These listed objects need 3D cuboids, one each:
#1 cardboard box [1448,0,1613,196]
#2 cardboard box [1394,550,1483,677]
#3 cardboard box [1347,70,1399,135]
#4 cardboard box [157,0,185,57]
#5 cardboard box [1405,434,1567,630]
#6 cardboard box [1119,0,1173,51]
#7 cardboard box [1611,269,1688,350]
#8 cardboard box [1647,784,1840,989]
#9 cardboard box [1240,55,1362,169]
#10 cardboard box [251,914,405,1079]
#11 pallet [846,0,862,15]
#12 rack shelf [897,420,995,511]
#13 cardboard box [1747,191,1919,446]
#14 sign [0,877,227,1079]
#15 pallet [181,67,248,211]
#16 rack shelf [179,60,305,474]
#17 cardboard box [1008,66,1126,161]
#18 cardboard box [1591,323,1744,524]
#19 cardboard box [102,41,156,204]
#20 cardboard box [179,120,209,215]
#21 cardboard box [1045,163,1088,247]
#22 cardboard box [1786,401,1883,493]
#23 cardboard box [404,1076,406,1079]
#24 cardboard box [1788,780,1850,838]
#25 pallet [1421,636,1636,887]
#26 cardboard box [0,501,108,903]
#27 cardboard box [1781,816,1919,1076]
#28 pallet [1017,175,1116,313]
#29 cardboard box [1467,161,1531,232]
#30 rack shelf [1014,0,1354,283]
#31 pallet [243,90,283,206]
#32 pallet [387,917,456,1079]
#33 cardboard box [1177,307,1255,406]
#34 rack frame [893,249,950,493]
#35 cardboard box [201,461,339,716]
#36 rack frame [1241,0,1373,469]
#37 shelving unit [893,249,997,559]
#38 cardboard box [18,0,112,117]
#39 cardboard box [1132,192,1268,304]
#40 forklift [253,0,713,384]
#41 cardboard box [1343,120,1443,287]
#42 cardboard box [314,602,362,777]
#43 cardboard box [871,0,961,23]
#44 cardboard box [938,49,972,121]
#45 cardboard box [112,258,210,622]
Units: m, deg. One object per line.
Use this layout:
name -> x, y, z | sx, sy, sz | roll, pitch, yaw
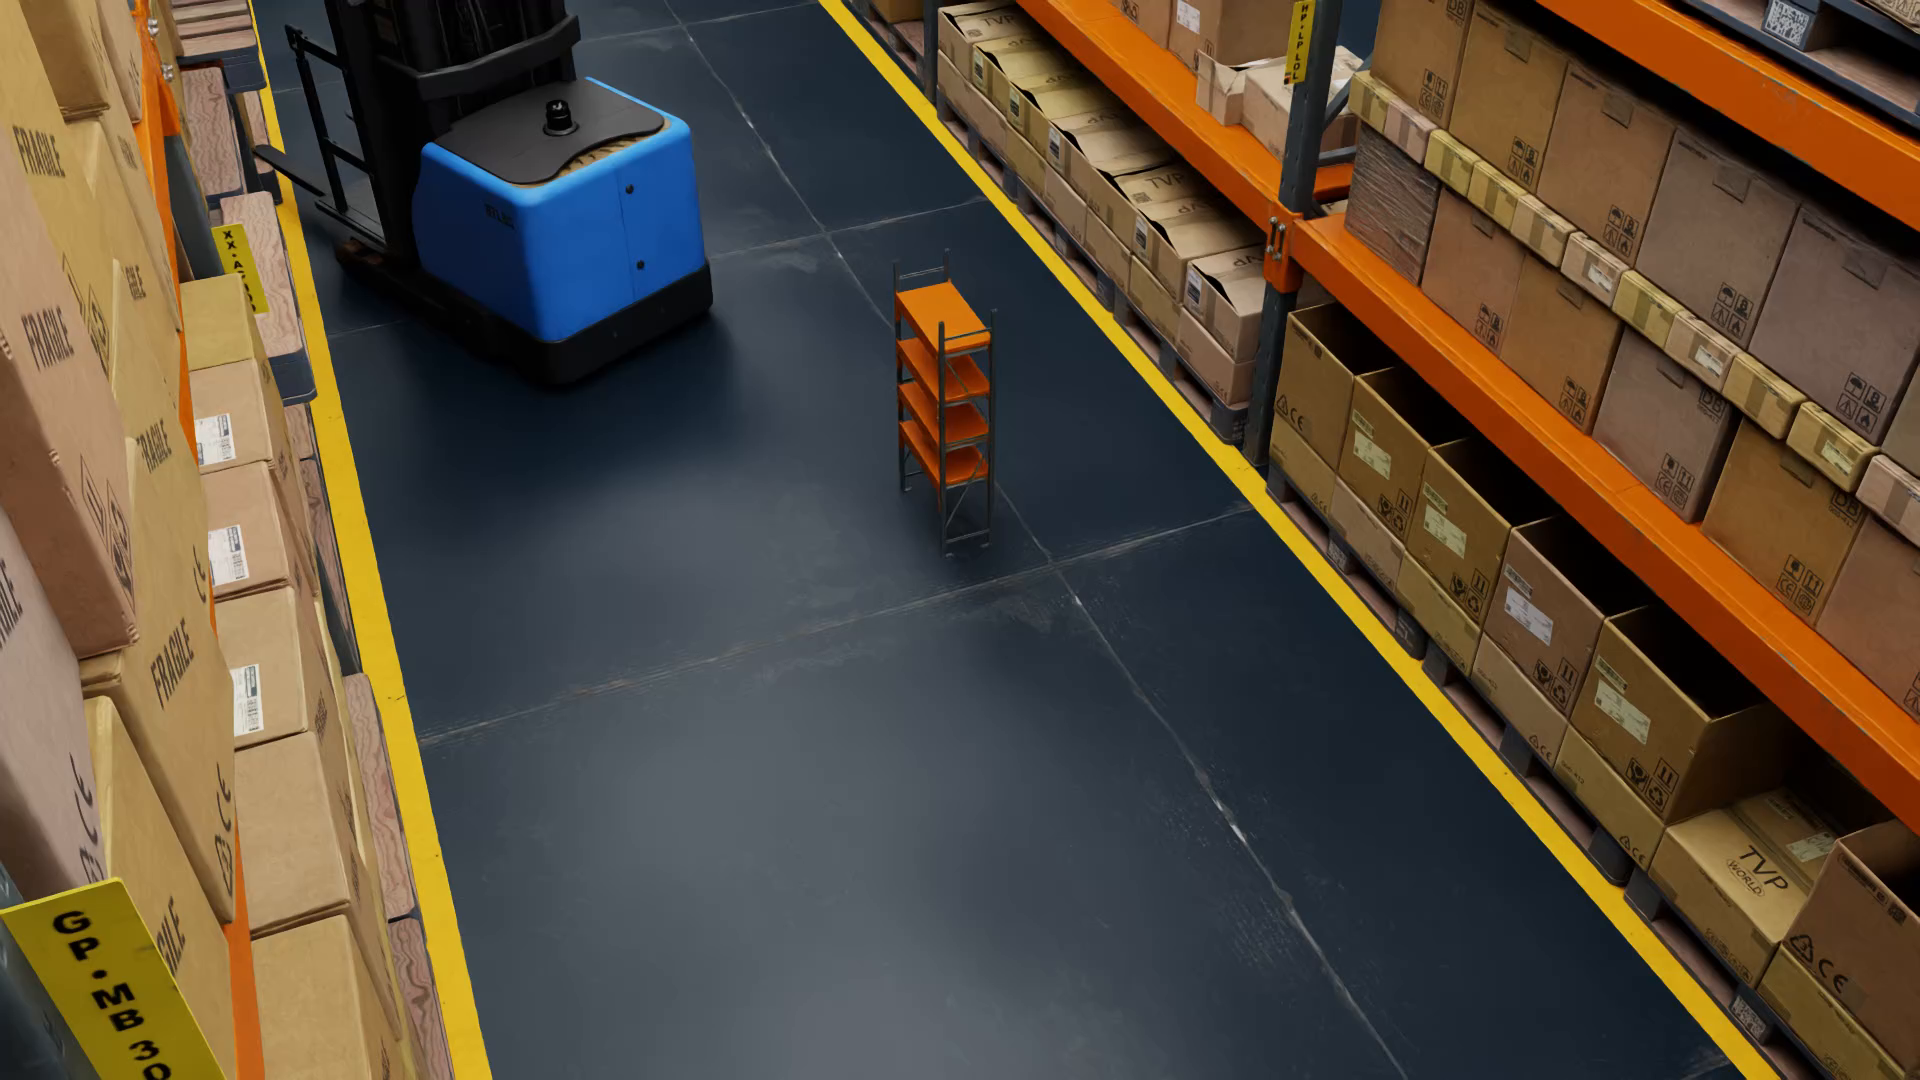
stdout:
cardboard box -> 2.161, -1.584, 5.719 | 0.700, 0.500, 0.500 | -15, 43, -17
cardboard box -> 2.061, 0.220, 6.481 | 0.500, 0.250, 0.500 | -15, 43, -17
cardboard box -> 1.715, -1.697, 6.349 | 0.380, 0.149, 0.250 | -15, 43, -17
cardboard box -> -3.887, -2.389, 7.314 | 0.700, 0.500, 0.500 | -19, 44, -21
cardboard box -> 2.062, -0.065, 6.236 | 0.500, 0.500, 0.500 | -15, 43, -17
cardboard box -> 1.119, -2.747, 8.067 | 0.500, 0.500, 0.500 | -15, 43, -17
cardboard box -> 2.311, -0.765, 5.265 | 0.380, 0.149, 0.250 | -15, 43, -17
cardboard box -> 2.641, 1.122, 5.432 | 0.500, 0.250, 0.500 | -15, 43, -17
cardboard box -> 1.562, -1.852, 7.219 | 0.500, 0.250, 0.500 | -13, 42, -14
cardboard box -> -1.339, 1.126, 3.164 | 0.500, 0.500, 0.500 | -15, 43, -17
pallet -> -0.453, -4.169, 11.936 | 1.003, 0.211, 1.213 | -15, 43, -17
rack shelf -> -0.063, -0.353, 7.148 | 0.258, 0.148, 0.480 | -15, 43, -17
cardboard box -> 2.735, -0.679, 4.667 | 0.700, 0.500, 0.500 | -15, 43, -17
sign -> -0.753, 0.420, 1.490 | 0.100, 0.325, 0.005 | -15, 43, -17
pallet -> -3.520, -1.540, 6.887 | 1.003, 0.211, 1.213 | -15, 43, -17
rack shelf -> -3.550, -1.317, 7.033 | 1.077, 0.370, 4.000 | -15, 43, -17
cardboard box -> 0.591, -2.352, 9.041 | 0.500, 0.311, 0.500 | -16, 43, -18
cardboard box -> 2.560, -0.468, 5.417 | 0.700, 0.500, 0.500 | -14, 43, -16
cardboard box -> -2.181, -1.018, 3.741 | 0.500, 0.500, 0.500 | -19, 44, -20
cardboard box -> -3.155, -1.244, 5.982 | 0.700, 0.500, 0.500 | -11, 42, -12
cardboard box -> 0.783, -1.838, 8.873 | 0.500, 0.250, 0.500 | -14, 43, -16
cardboard box -> 2.605, -0.302, 4.726 | 0.380, 0.149, 0.250 | -14, 43, -16
cardboard box -> -1.359, 1.391, 3.432 | 0.500, 0.250, 0.500 | -16, 43, -18
cardboard box -> 3.127, 0.991, 5.584 | 0.500, 0.250, 0.500 | -15, 43, -17
pallet -> 2.527, 0.659, 6.321 | 1.003, 0.211, 1.213 | -15, 43, -17
cardboard box -> -1.177, 0.170, 1.593 | 0.500, 0.500, 0.500 | -18, 44, -20
cardboard box -> 2.841, 1.136, 4.840 | 0.500, 0.500, 0.500 | -15, 43, -17
pallet -> 1.002, -1.736, 9.107 | 1.003, 0.211, 1.213 | -15, 43, -17
cardboard box -> 2.013, -1.233, 5.810 | 0.380, 0.149, 0.250 | -15, 43, -17
rack shelf -> 1.026, -2.556, 8.473 | 1.077, 0.370, 4.000 | -15, 43, -17
pallet -> -4.547, -2.231, 9.683 | 1.003, 0.211, 1.213 | -15, 43, -17
pallet -> -2.024, 1.804, 4.991 | 1.003, 0.211, 1.213 | -15, 43, -17
cardboard box -> 1.364, -0.918, 7.803 | 0.500, 0.250, 0.500 | -16, 43, -17
rack frame -> -0.157, -0.702, 7.146 | 0.240, 1.200, 0.015 | -15, 43, -17
cardboard box -> -1.939, 0.192, 4.250 | 0.500, 0.500, 0.500 | -16, 43, -18
rack frame -> 1.791, -1.624, 6.837 | 1.000, 3.000, 0.127 | -15, 43, -17
shelving unit -> -0.063, -0.555, 6.975 | 0.258, 1.200, 0.503 | -15, 43, -17
cardboard box -> -1.913, -1.074, 3.039 | 0.500, 0.500, 0.500 | -17, 43, -18
cardboard box -> 1.166, -1.437, 7.977 | 0.500, 0.311, 0.500 | -14, 43, -16
forklift -> -2.704, -2.691, 8.131 | 3.031, 2.935, 1.130 | 30, 49, 30
cardboard box -> 1.967, -1.396, 6.496 | 0.700, 0.500, 0.500 | -16, 43, -18
cardboard box -> -1.933, 0.475, 4.497 | 0.500, 0.250, 0.500 | -15, 43, -17
cardboard box -> -0.314, -3.757, 10.898 | 0.500, 0.500, 0.500 | -14, 43, -15
cardboard box -> 0.190, -2.761, 9.947 | 0.500, 0.250, 0.500 | -15, 43, -17
cardboard box -> -1.526, -0.067, 2.634 | 0.500, 0.500, 0.500 | -13, 42, -15
